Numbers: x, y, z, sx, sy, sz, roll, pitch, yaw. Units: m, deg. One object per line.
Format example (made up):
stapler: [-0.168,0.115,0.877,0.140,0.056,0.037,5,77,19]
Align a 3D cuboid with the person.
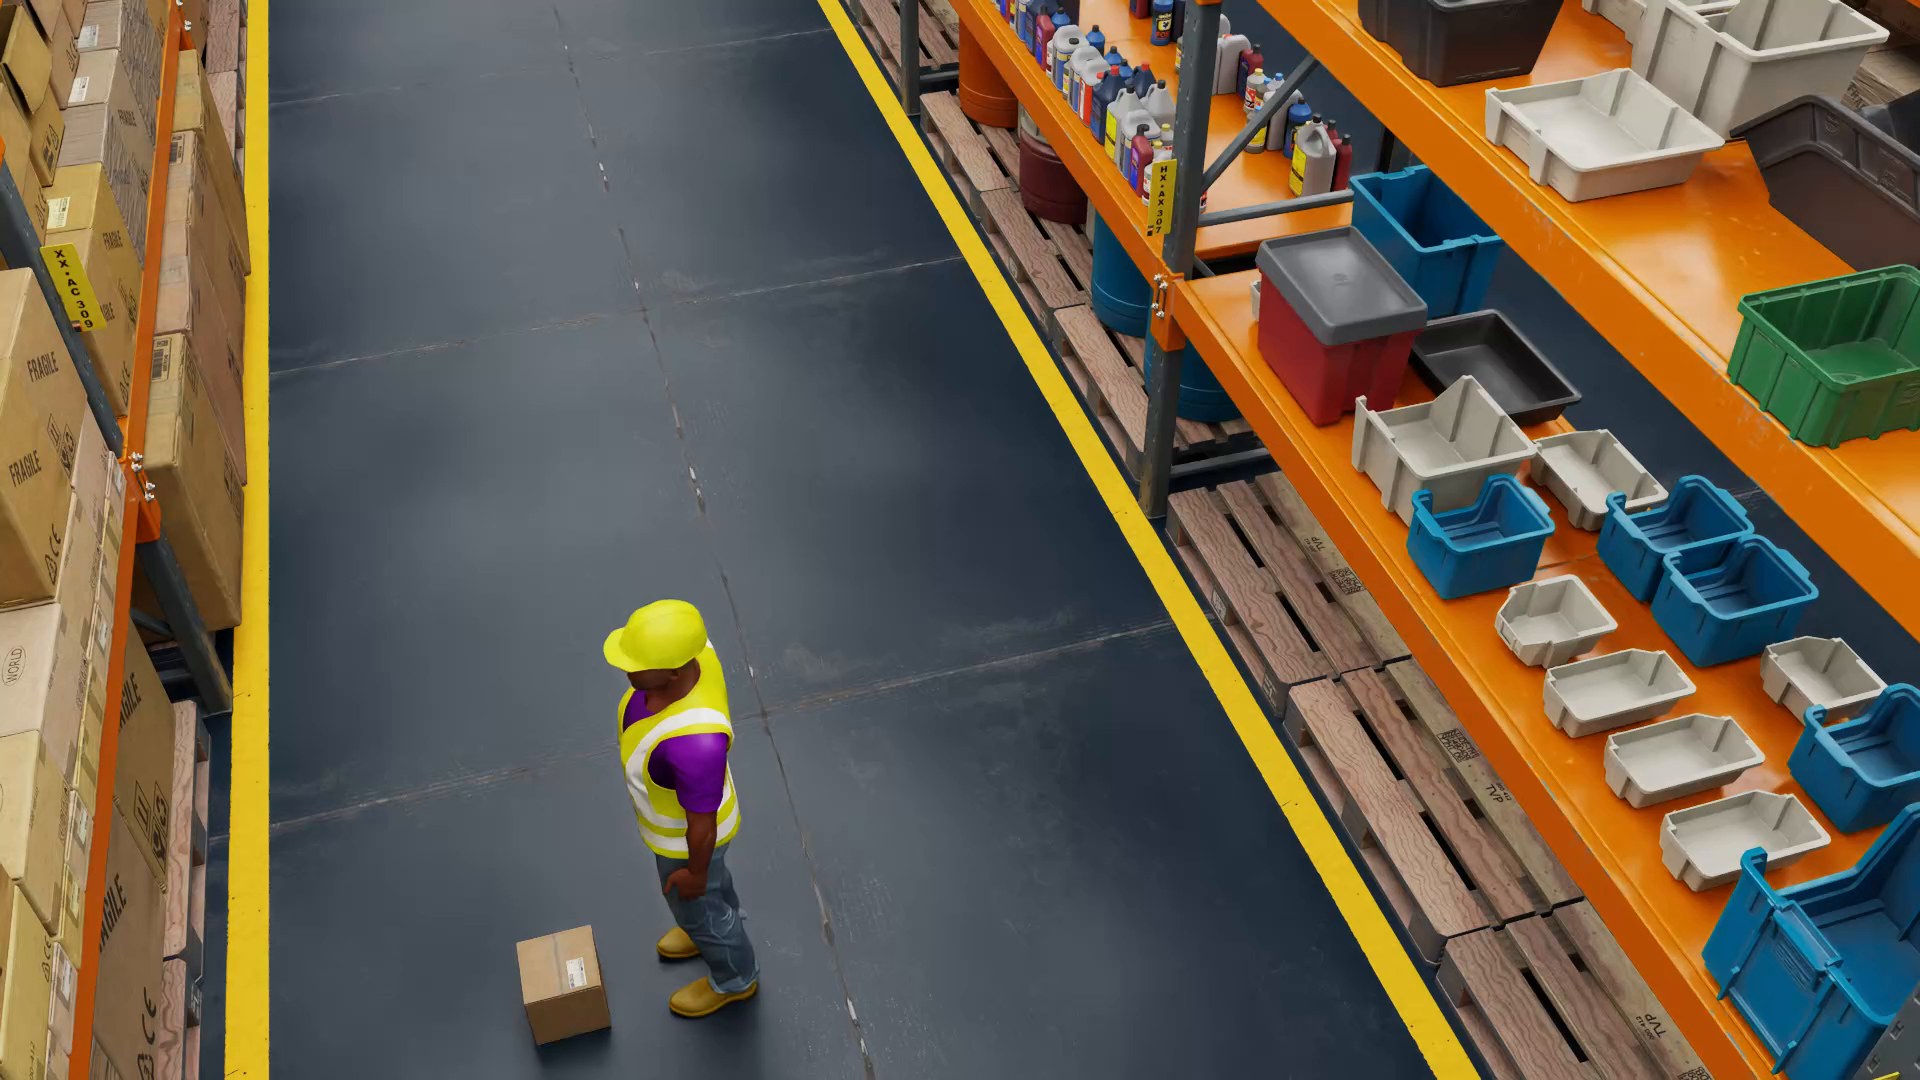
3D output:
person: [-0.847,0.826,5.182,0.342,1.699,0.559,-11,43,-12]
